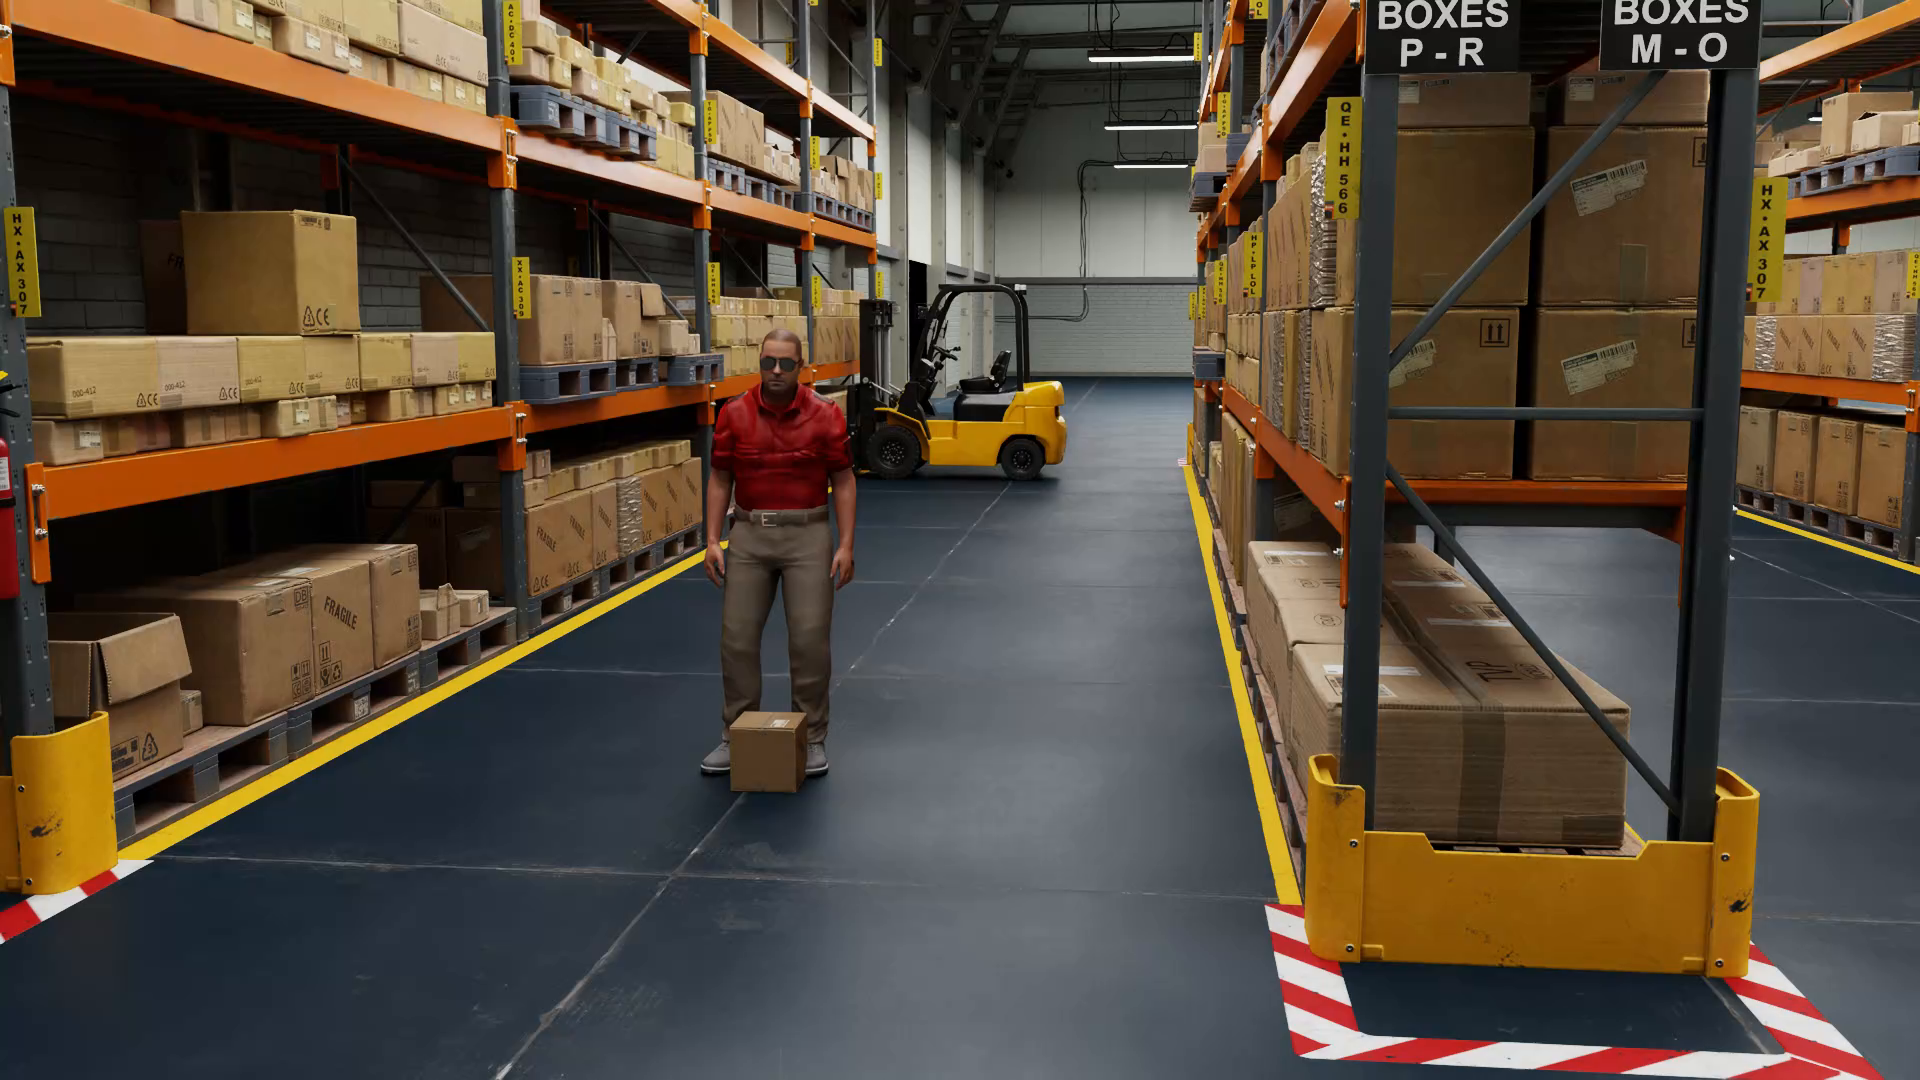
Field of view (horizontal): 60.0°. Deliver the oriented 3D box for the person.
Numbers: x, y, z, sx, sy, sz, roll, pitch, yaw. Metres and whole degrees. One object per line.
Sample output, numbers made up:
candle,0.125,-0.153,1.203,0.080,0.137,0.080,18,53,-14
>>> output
person,-0.710,0.042,6.523,0.606,1.727,0.387,0,8,3
